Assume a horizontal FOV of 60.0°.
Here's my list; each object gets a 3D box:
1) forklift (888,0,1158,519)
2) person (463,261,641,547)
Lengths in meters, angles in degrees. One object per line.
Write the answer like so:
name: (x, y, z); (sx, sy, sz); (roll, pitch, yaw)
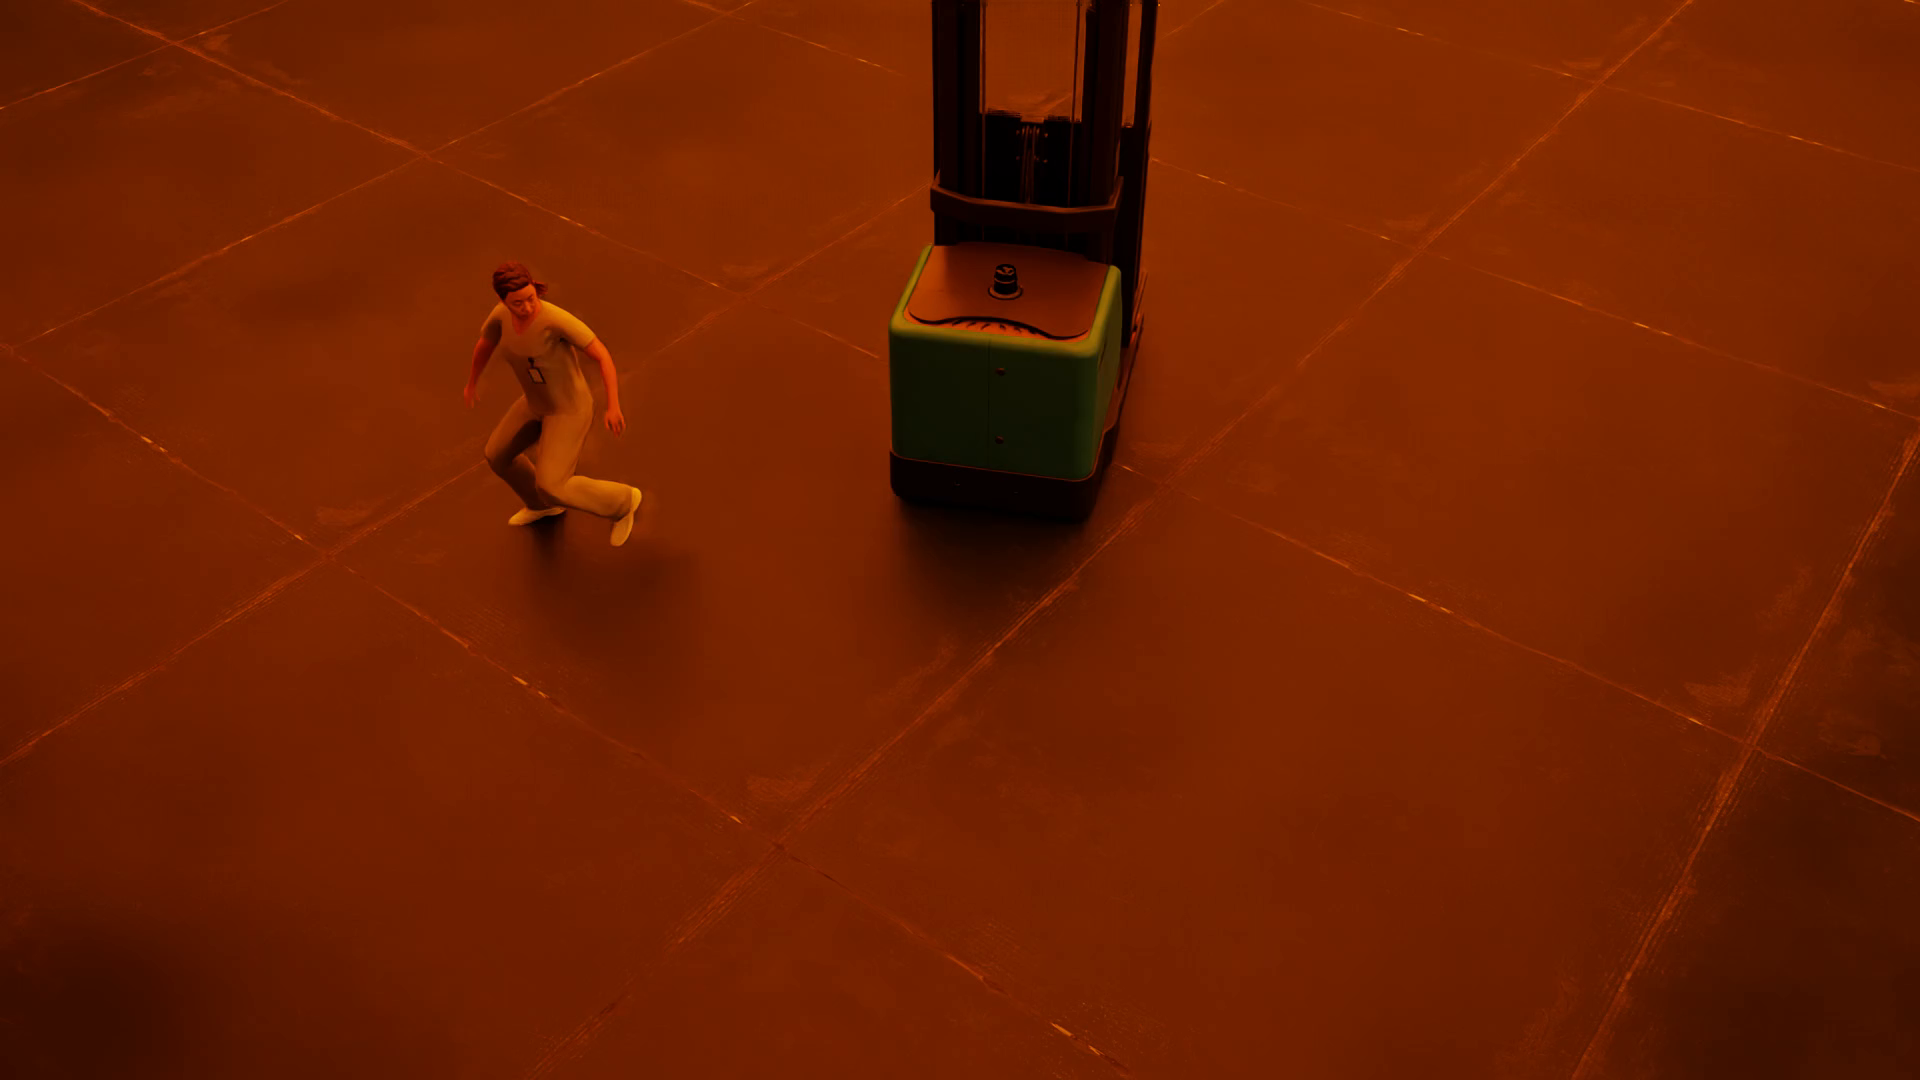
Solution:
forklift: (0.457, -2.187, 8.639); (1.130, 2.935, 3.031); (8, 41, 9)
person: (-1.985, -0.630, 7.907); (0.878, 1.561, 0.496); (29, 48, 29)
